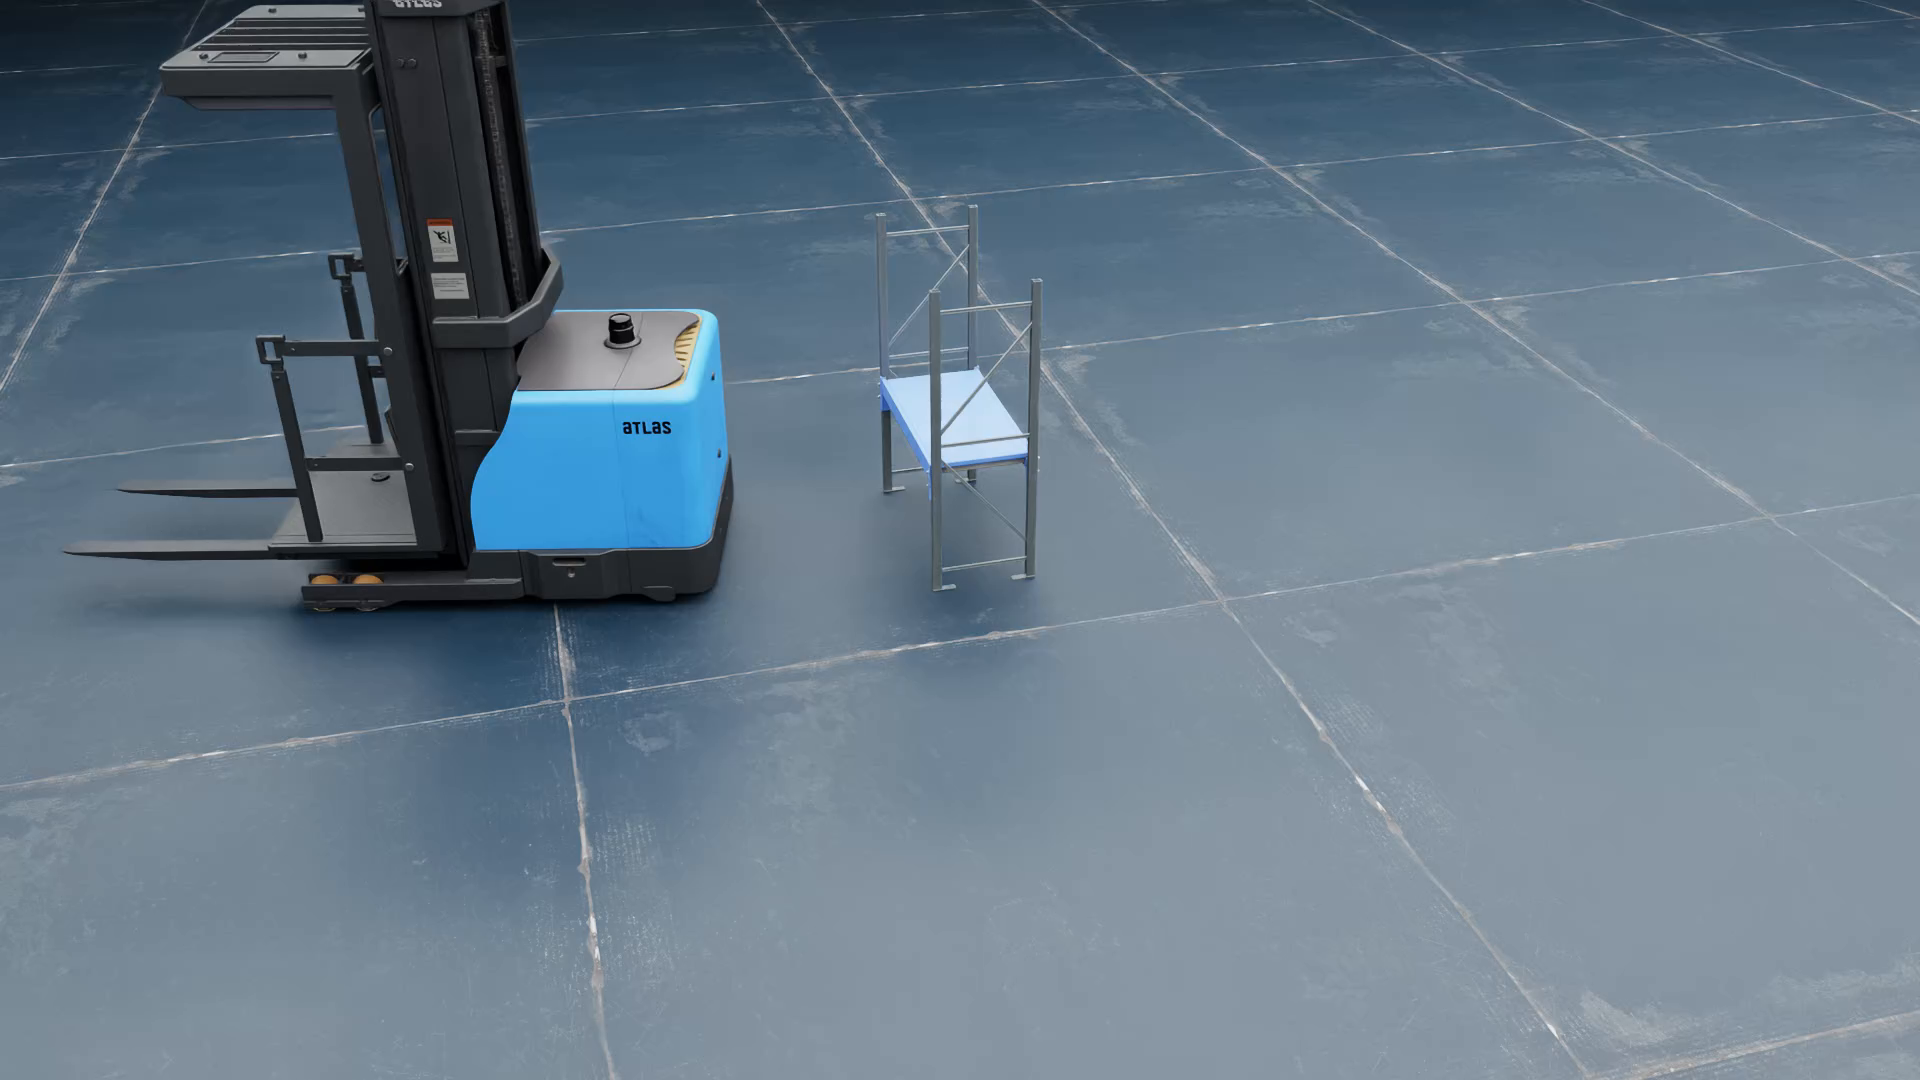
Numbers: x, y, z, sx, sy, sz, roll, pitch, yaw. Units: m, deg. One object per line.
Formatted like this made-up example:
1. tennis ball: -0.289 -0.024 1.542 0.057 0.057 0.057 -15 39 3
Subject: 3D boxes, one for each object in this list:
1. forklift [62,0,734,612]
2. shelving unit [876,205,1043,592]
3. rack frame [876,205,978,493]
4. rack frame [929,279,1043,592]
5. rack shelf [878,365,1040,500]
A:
1. forklift: -2.661 -1.206 7.407 3.031 2.935 1.130 -1 30 -1
2. shelving unit: -0.023 -0.690 7.945 0.538 1.500 1.048 -8 31 -13
3. rack frame: -0.158 -0.936 8.370 0.500 1.500 0.032 -8 31 -13
4. rack frame: 0.112 -0.445 7.521 0.500 1.500 0.032 -8 31 -13
5. rack shelf: -0.023 -0.535 8.036 0.538 0.185 1.000 -8 31 -13
